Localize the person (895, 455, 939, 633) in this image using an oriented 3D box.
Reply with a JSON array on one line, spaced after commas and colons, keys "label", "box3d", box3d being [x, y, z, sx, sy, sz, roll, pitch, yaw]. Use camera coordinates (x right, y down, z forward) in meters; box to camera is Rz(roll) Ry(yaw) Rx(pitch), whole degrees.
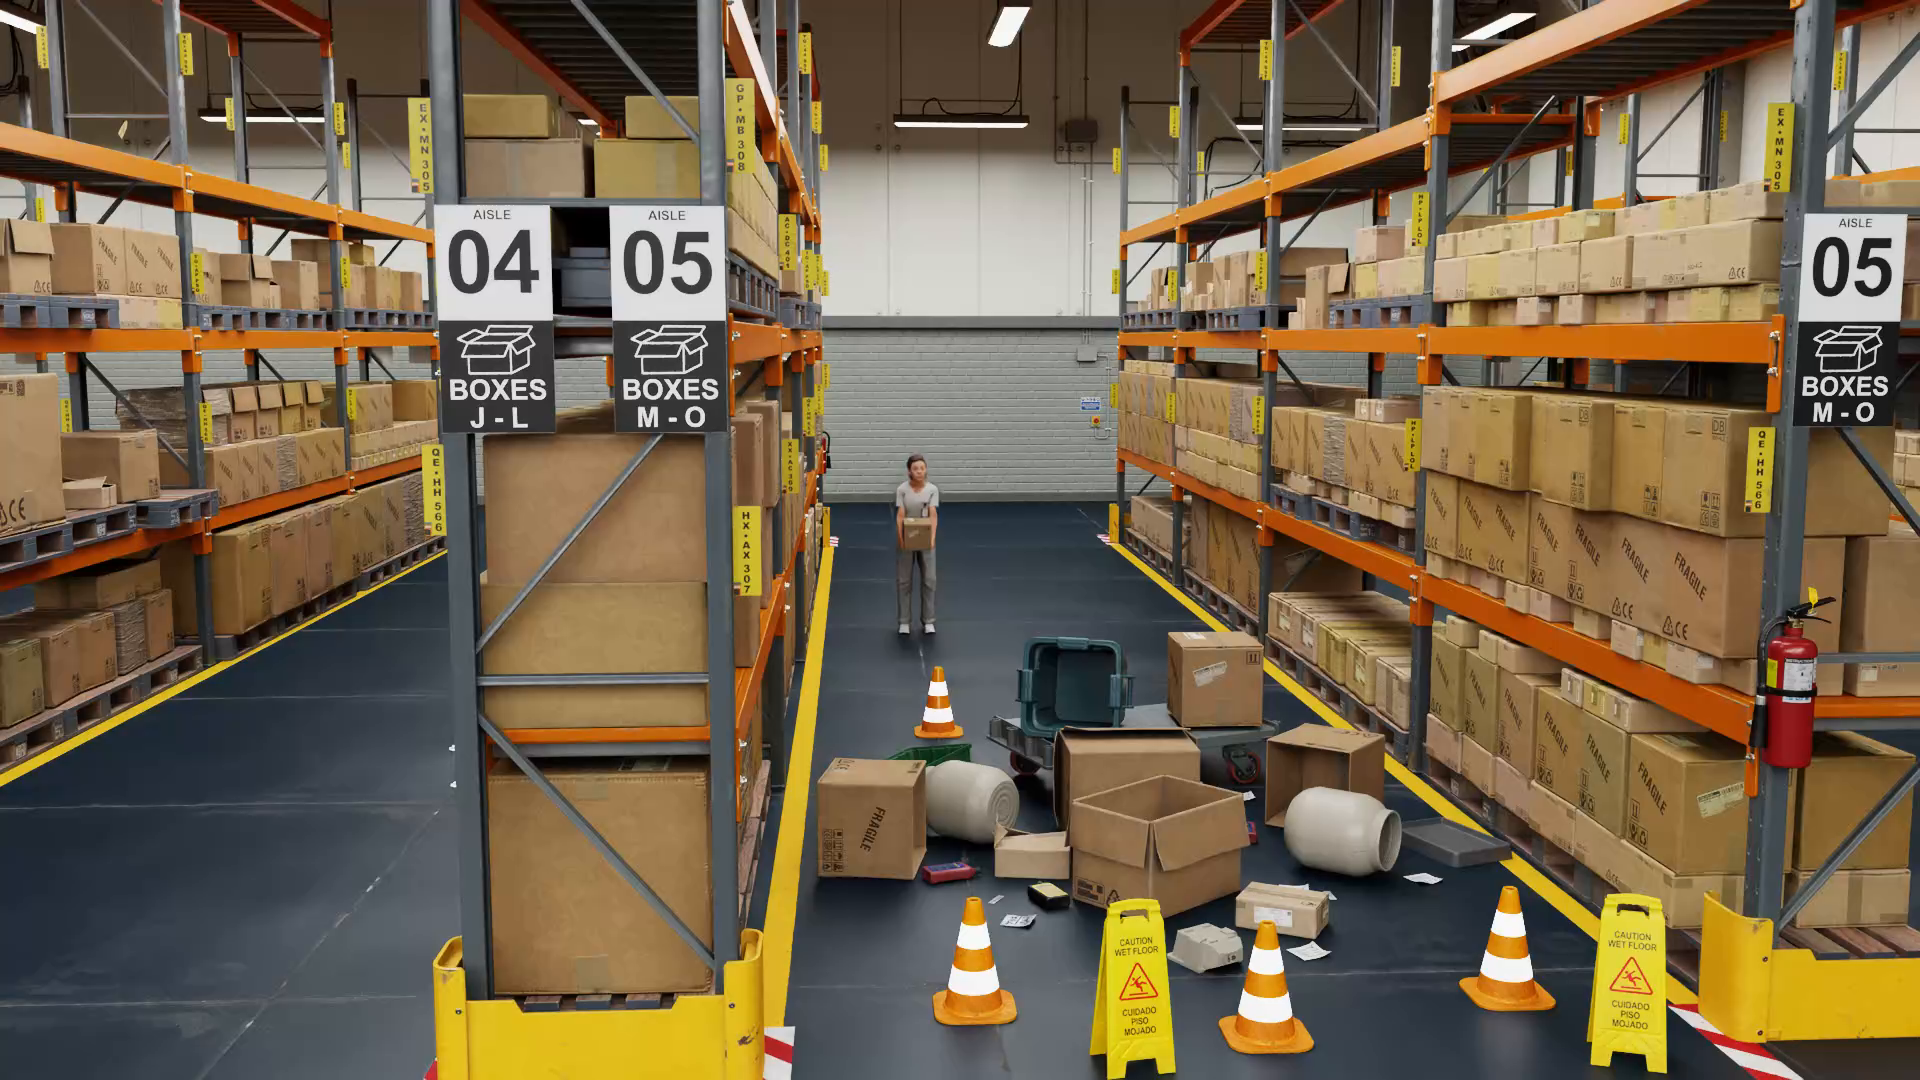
[{"label": "person", "box3d": [-0.396, 0.045, 15.449, 0.410, 1.667, 0.508, -1, 7, -4]}]
